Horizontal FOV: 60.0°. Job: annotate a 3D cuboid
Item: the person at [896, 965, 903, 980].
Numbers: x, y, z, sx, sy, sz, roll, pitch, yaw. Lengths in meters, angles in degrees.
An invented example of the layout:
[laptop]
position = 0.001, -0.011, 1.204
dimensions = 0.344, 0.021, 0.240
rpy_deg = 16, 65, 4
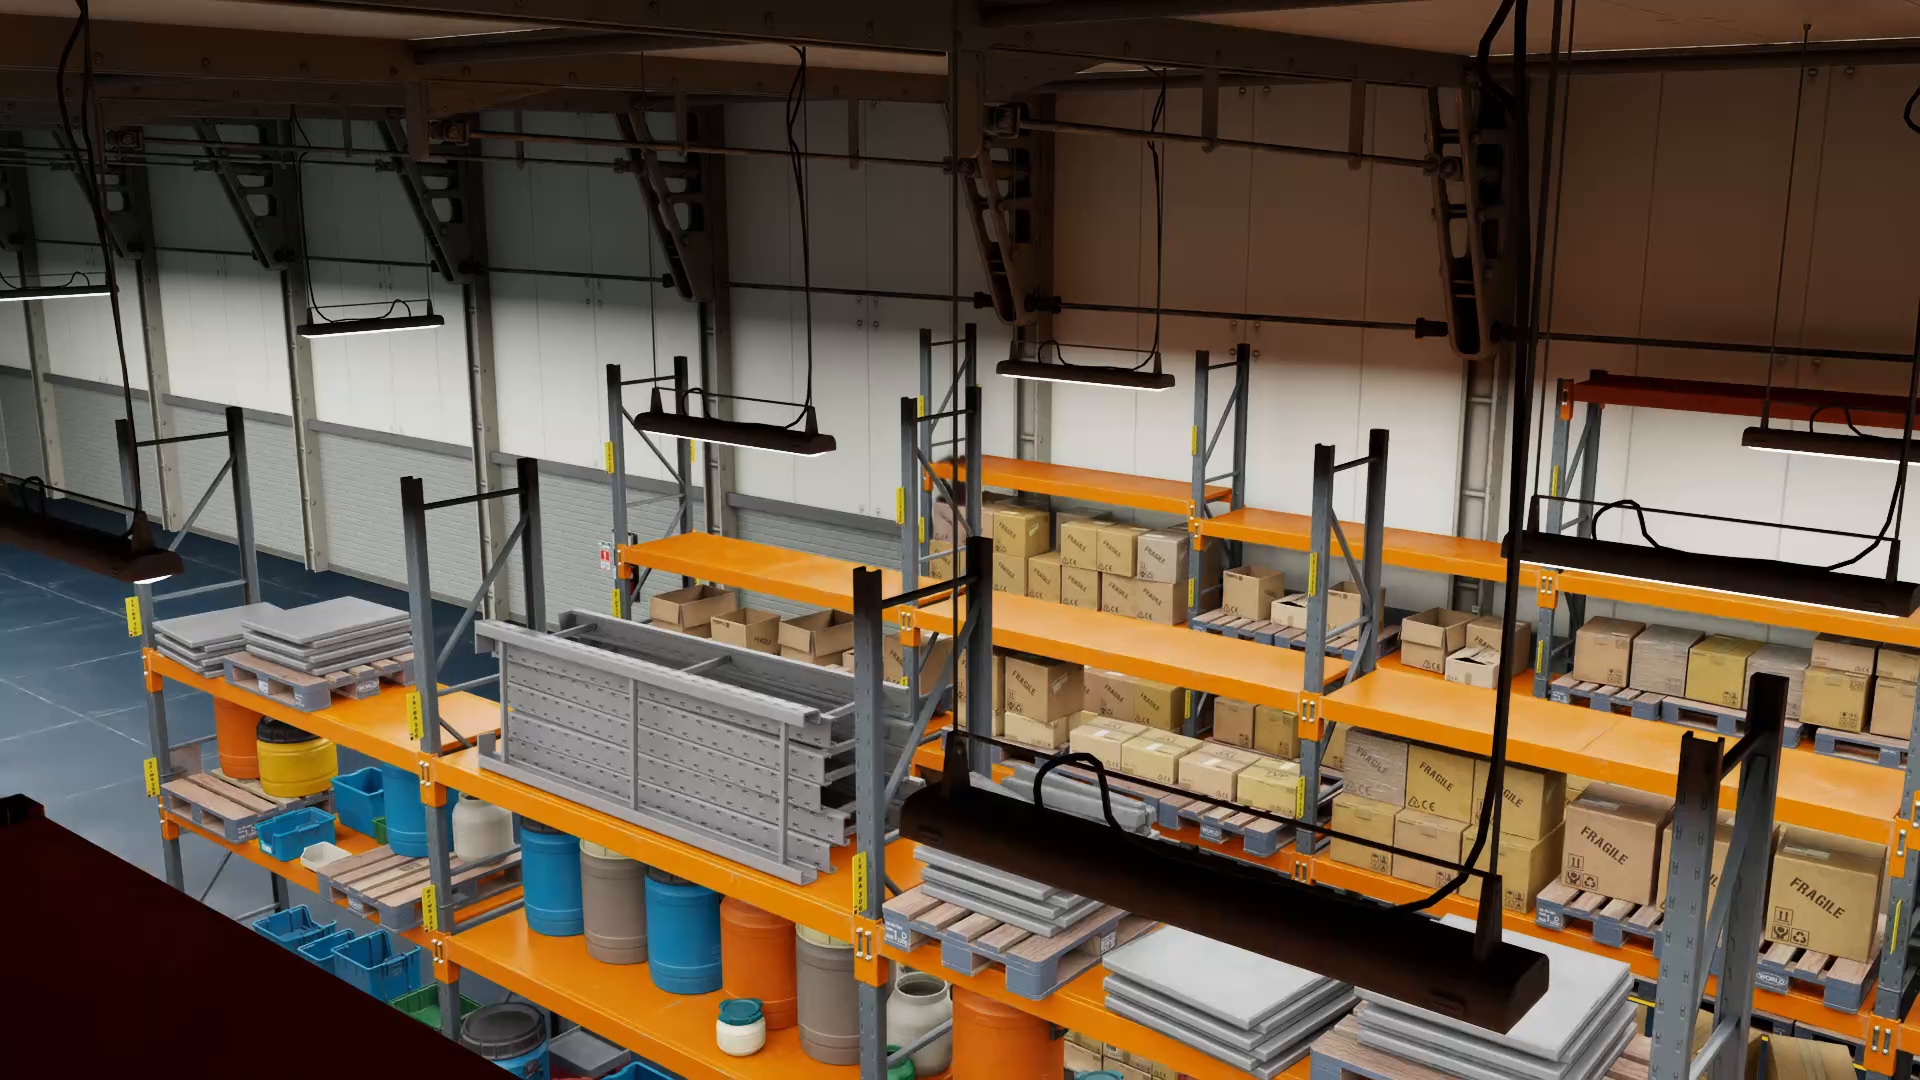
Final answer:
[person]
position = -0.615, 4.231, 13.717
dimensions = 0.955, 1.625, 0.597
rpy_deg = 8, 15, 31
